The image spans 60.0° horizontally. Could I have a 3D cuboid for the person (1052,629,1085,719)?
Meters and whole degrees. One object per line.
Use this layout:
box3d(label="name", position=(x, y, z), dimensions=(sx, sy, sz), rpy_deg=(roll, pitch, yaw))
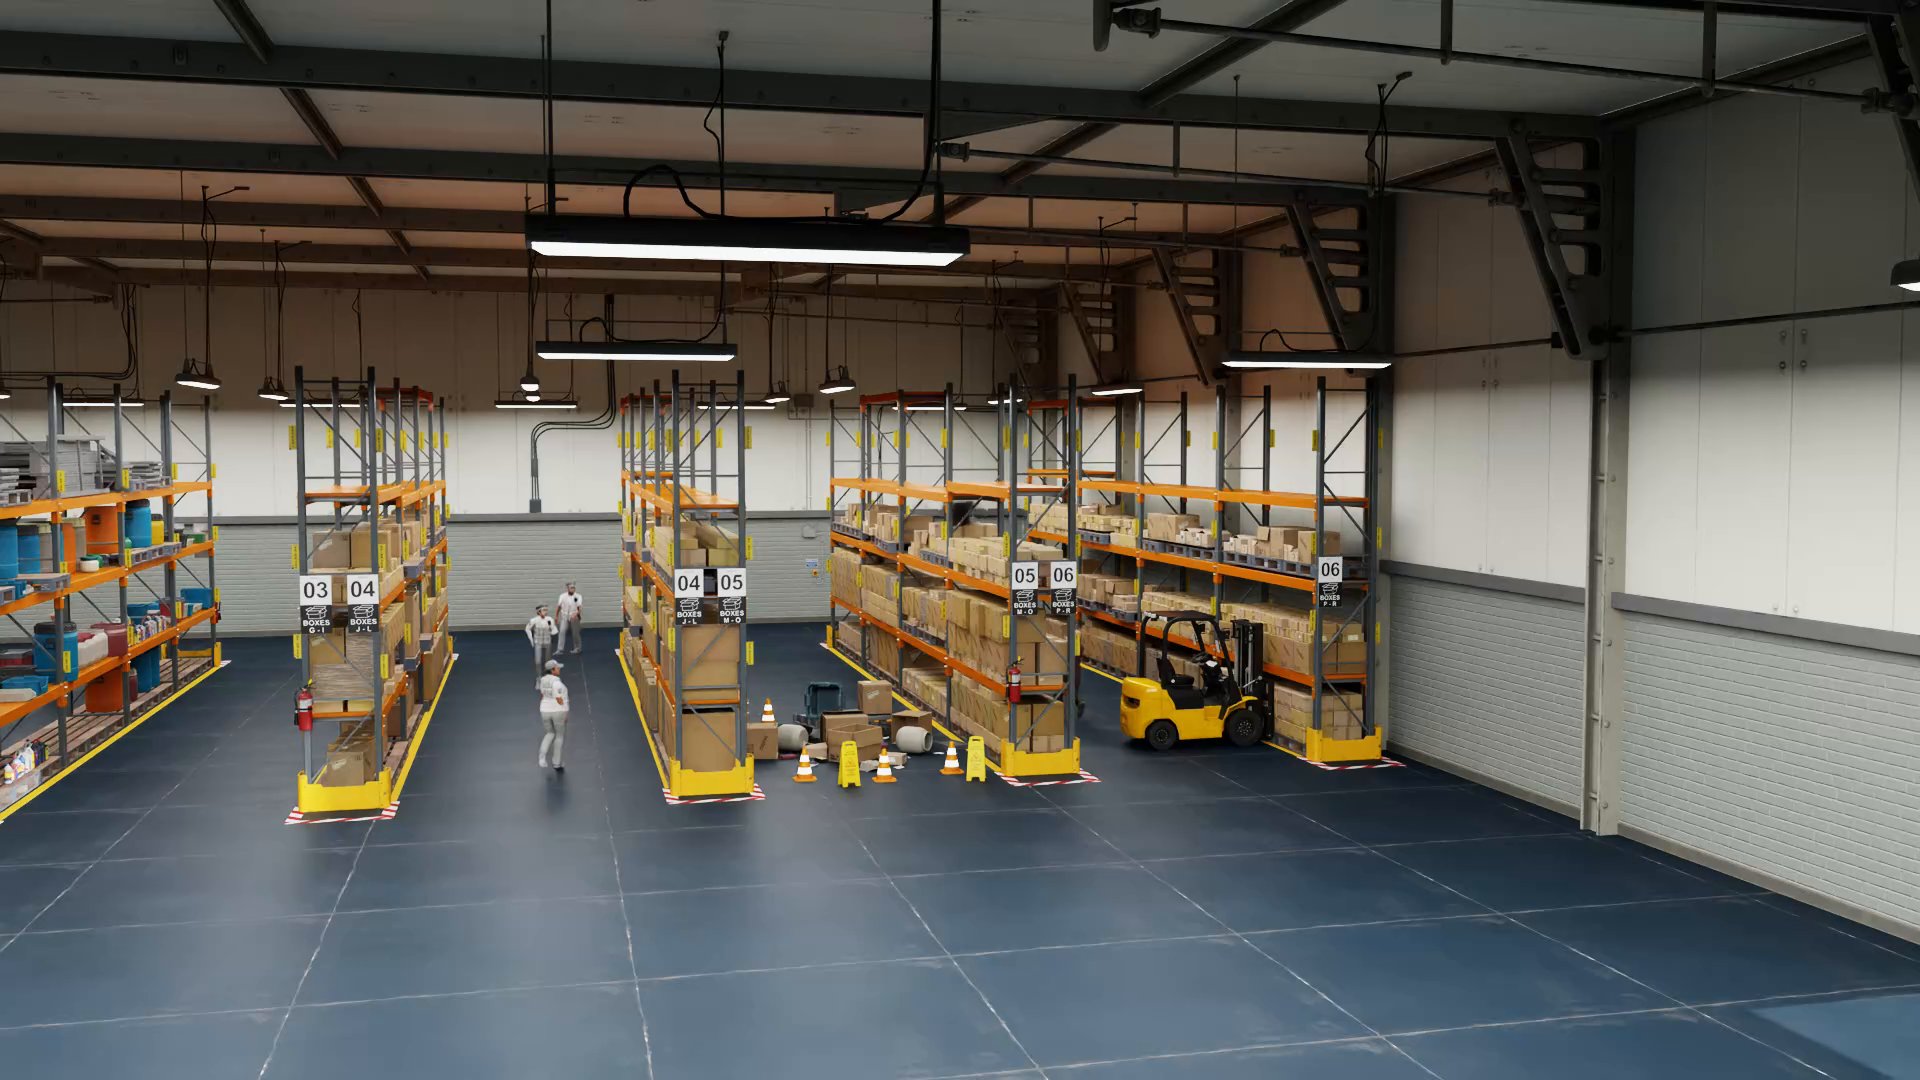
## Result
box3d(label="person", position=(1.904, 2.405, 29.836), dimensions=(0.640, 1.643, 0.882), rpy_deg=(-2, 4, -36))

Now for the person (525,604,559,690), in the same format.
box3d(label="person", position=(-8.492, 2.153, 33.788), dimensions=(0.655, 1.731, 0.804), rpy_deg=(-1, 3, -11))

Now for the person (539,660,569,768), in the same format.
box3d(label="person", position=(-6.184, 2.647, 25.360), dimensions=(0.491, 1.657, 0.472), rpy_deg=(1, 4, 19))

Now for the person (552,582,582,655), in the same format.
box3d(label="person", position=(-9.144, 1.817, 38.629), dimensions=(0.727, 1.710, 1.049), rpy_deg=(1, 3, 12))

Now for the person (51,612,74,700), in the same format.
box3d(label="person", position=(-17.289, 2.225, 31.948), dimensions=(0.437, 1.718, 0.592), rpy_deg=(-1, 4, -21))
